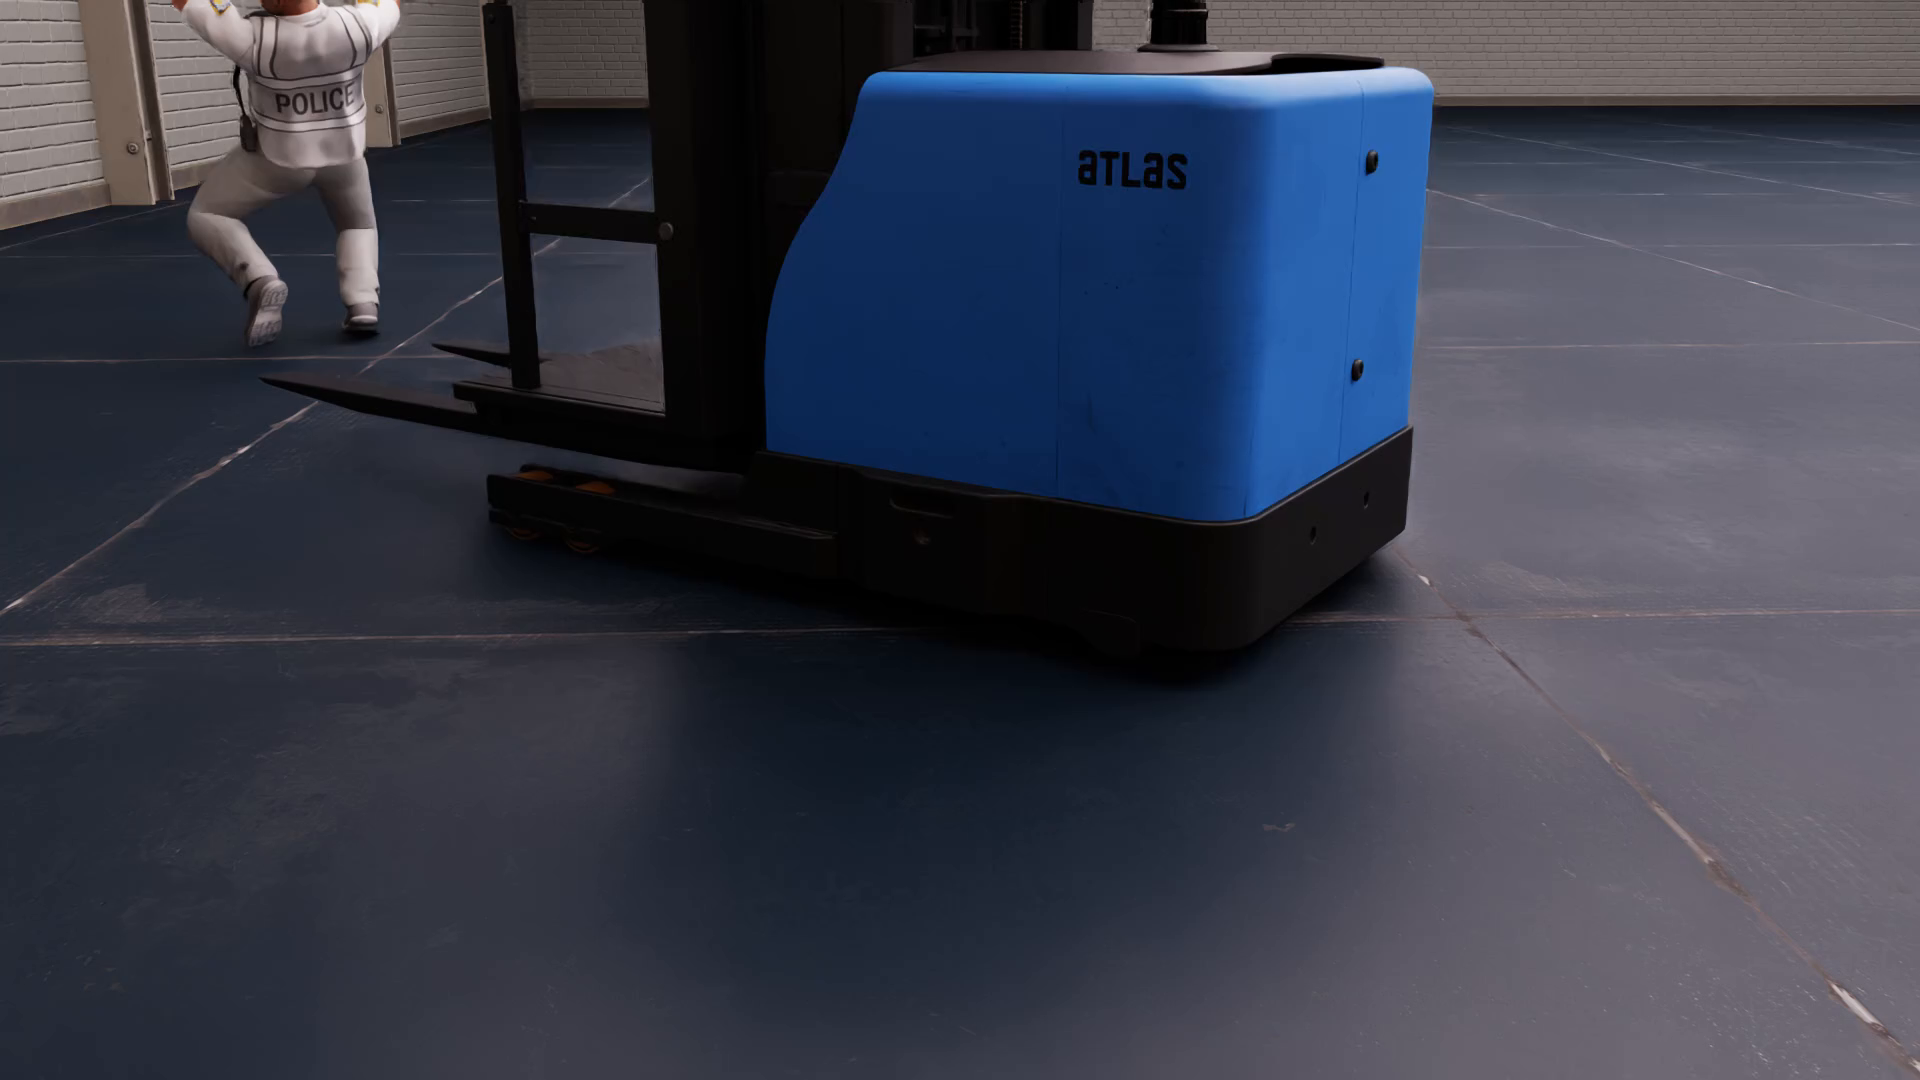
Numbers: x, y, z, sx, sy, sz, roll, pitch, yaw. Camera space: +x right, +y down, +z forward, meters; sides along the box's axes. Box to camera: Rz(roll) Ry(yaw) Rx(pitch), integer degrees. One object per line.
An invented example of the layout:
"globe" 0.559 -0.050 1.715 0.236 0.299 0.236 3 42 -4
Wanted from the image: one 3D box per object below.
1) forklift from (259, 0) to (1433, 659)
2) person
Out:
"forklift" -0.508 -1.487 3.769 3.031 2.935 1.130 11 20 31
"person" -2.430 -1.566 6.248 0.995 1.665 0.782 -13 22 -37
